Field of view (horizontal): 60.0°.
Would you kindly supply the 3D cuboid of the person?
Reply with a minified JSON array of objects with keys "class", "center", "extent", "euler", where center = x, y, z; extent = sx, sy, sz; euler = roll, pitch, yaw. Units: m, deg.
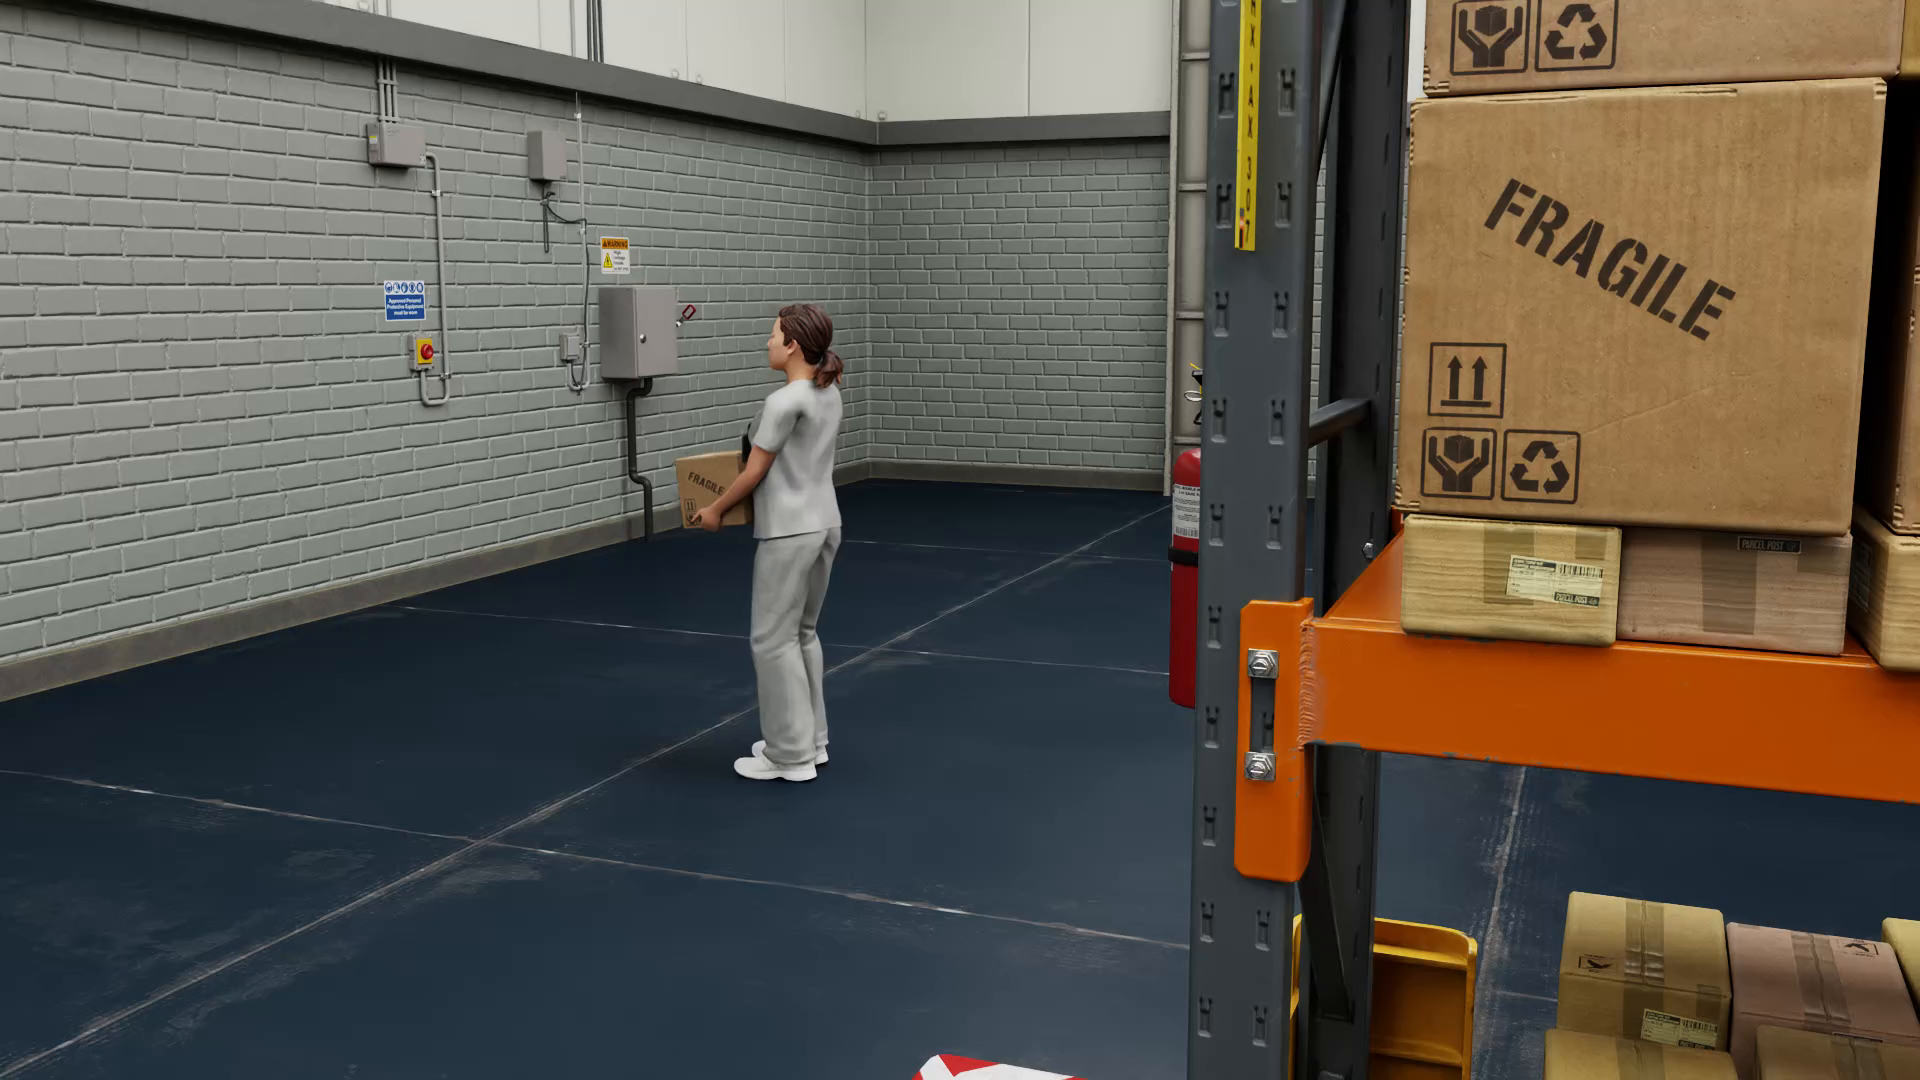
[{"class":"person","center":[-0.646,0.003,5.878],"extent":[0.542,1.667,0.436],"euler":[3,9,21]}]
